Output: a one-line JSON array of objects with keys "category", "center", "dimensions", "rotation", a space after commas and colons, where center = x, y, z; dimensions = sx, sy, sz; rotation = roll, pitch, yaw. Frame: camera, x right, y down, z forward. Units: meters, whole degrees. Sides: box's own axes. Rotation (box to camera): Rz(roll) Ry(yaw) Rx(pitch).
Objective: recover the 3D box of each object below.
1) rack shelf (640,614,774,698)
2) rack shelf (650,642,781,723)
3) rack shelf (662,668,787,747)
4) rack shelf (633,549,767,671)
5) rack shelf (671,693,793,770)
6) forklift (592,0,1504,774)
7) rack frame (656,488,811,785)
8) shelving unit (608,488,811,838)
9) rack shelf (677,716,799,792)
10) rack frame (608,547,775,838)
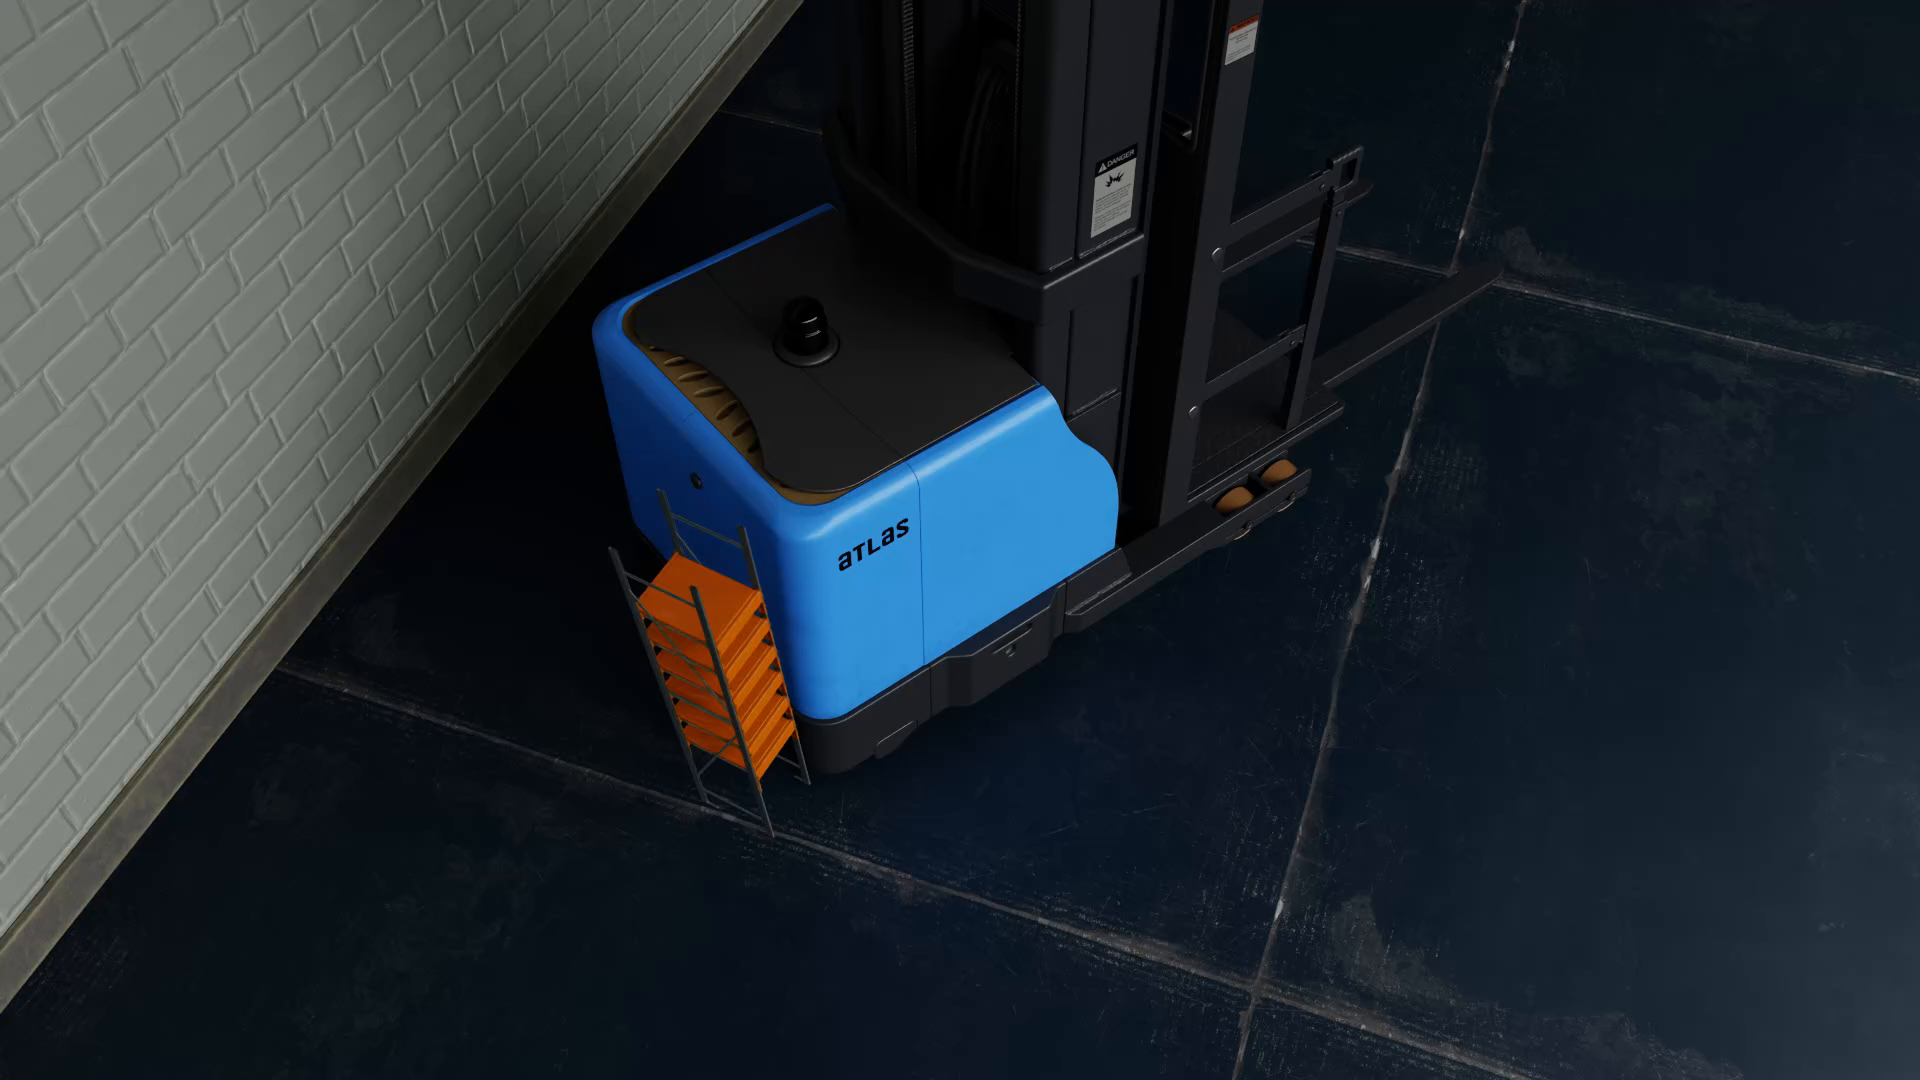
[{"category": "rack shelf", "center": [-0.605, 0.233, 3.988], "dimensions": [0.258, 0.103, 0.180], "rotation": [23, 59, 19]}, {"category": "rack shelf", "center": [-0.599, 0.304, 4.084], "dimensions": [0.258, 0.103, 0.180], "rotation": [23, 59, 19]}, {"category": "rack shelf", "center": [-0.593, 0.375, 4.181], "dimensions": [0.258, 0.103, 0.180], "rotation": [23, 59, 19]}, {"category": "rack shelf", "center": [-0.610, 0.163, 3.891], "dimensions": [0.258, 0.103, 0.180], "rotation": [23, 59, 19]}, {"category": "rack shelf", "center": [-0.588, 0.445, 4.278], "dimensions": [0.258, 0.103, 0.180], "rotation": [23, 59, 19]}, {"category": "forklift", "center": [0.491, -1.249, 4.393], "dimensions": [3.031, 2.935, 1.130], "rotation": [-31, 56, -24]}, {"category": "rack frame", "center": [-0.550, 0.283, 4.190], "dimensions": [0.240, 1.200, 0.006], "rotation": [23, 59, 19]}, {"category": "shelving unit", "center": [-0.596, 0.349, 4.145], "dimensions": [0.258, 1.200, 0.189], "rotation": [23, 59, 19]}, {"category": "rack shelf", "center": [-0.582, 0.516, 4.375], "dimensions": [0.258, 0.103, 0.180], "rotation": [23, 59, 19]}, {"category": "rack frame", "center": [-0.641, 0.414, 4.100], "dimensions": [0.240, 1.200, 0.006], "rotation": [23, 59, 19]}]
